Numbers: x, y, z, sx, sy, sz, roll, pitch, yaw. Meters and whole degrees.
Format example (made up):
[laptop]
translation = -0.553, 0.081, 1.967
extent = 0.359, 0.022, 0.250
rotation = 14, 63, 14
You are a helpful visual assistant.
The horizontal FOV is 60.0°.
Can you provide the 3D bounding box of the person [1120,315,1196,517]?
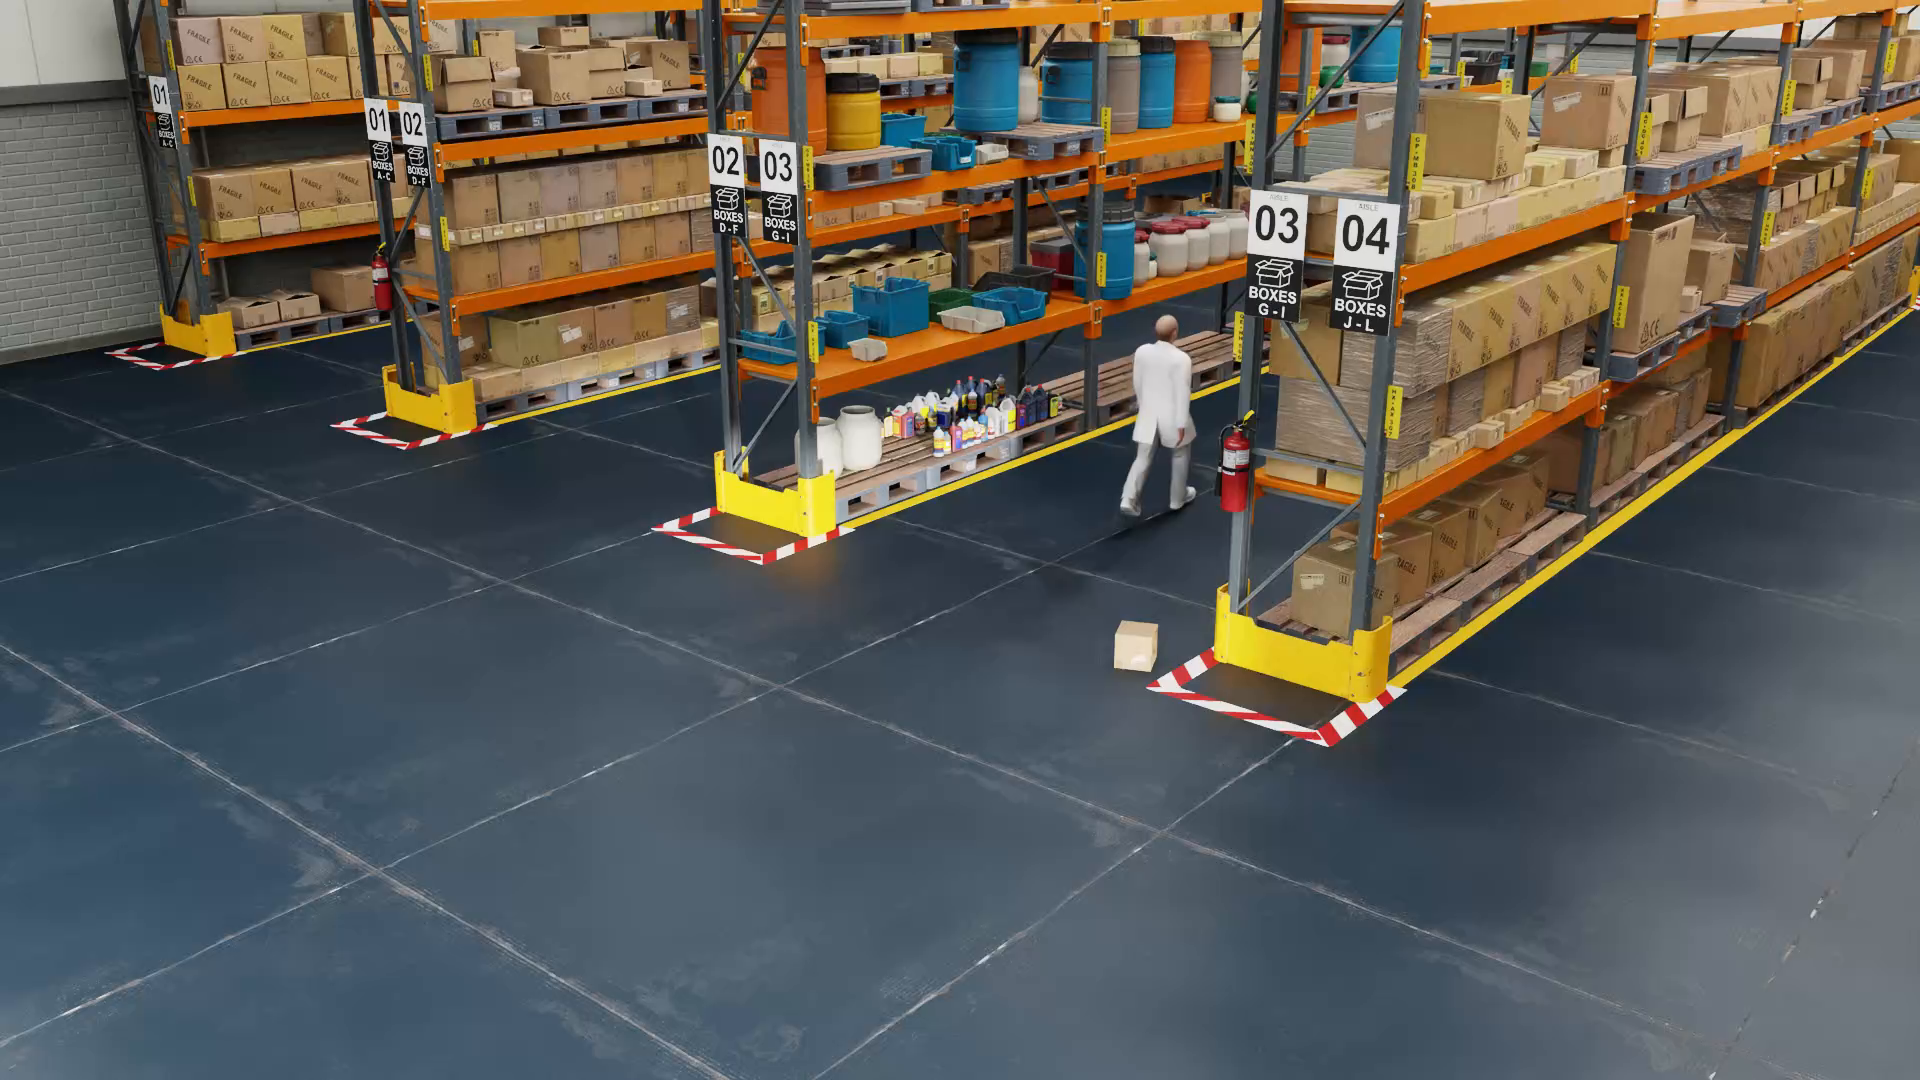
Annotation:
[person]
translation = 1.687, -1.035, 13.960
extent = 0.568, 1.734, 1.113
rotation = 10, 22, 27
